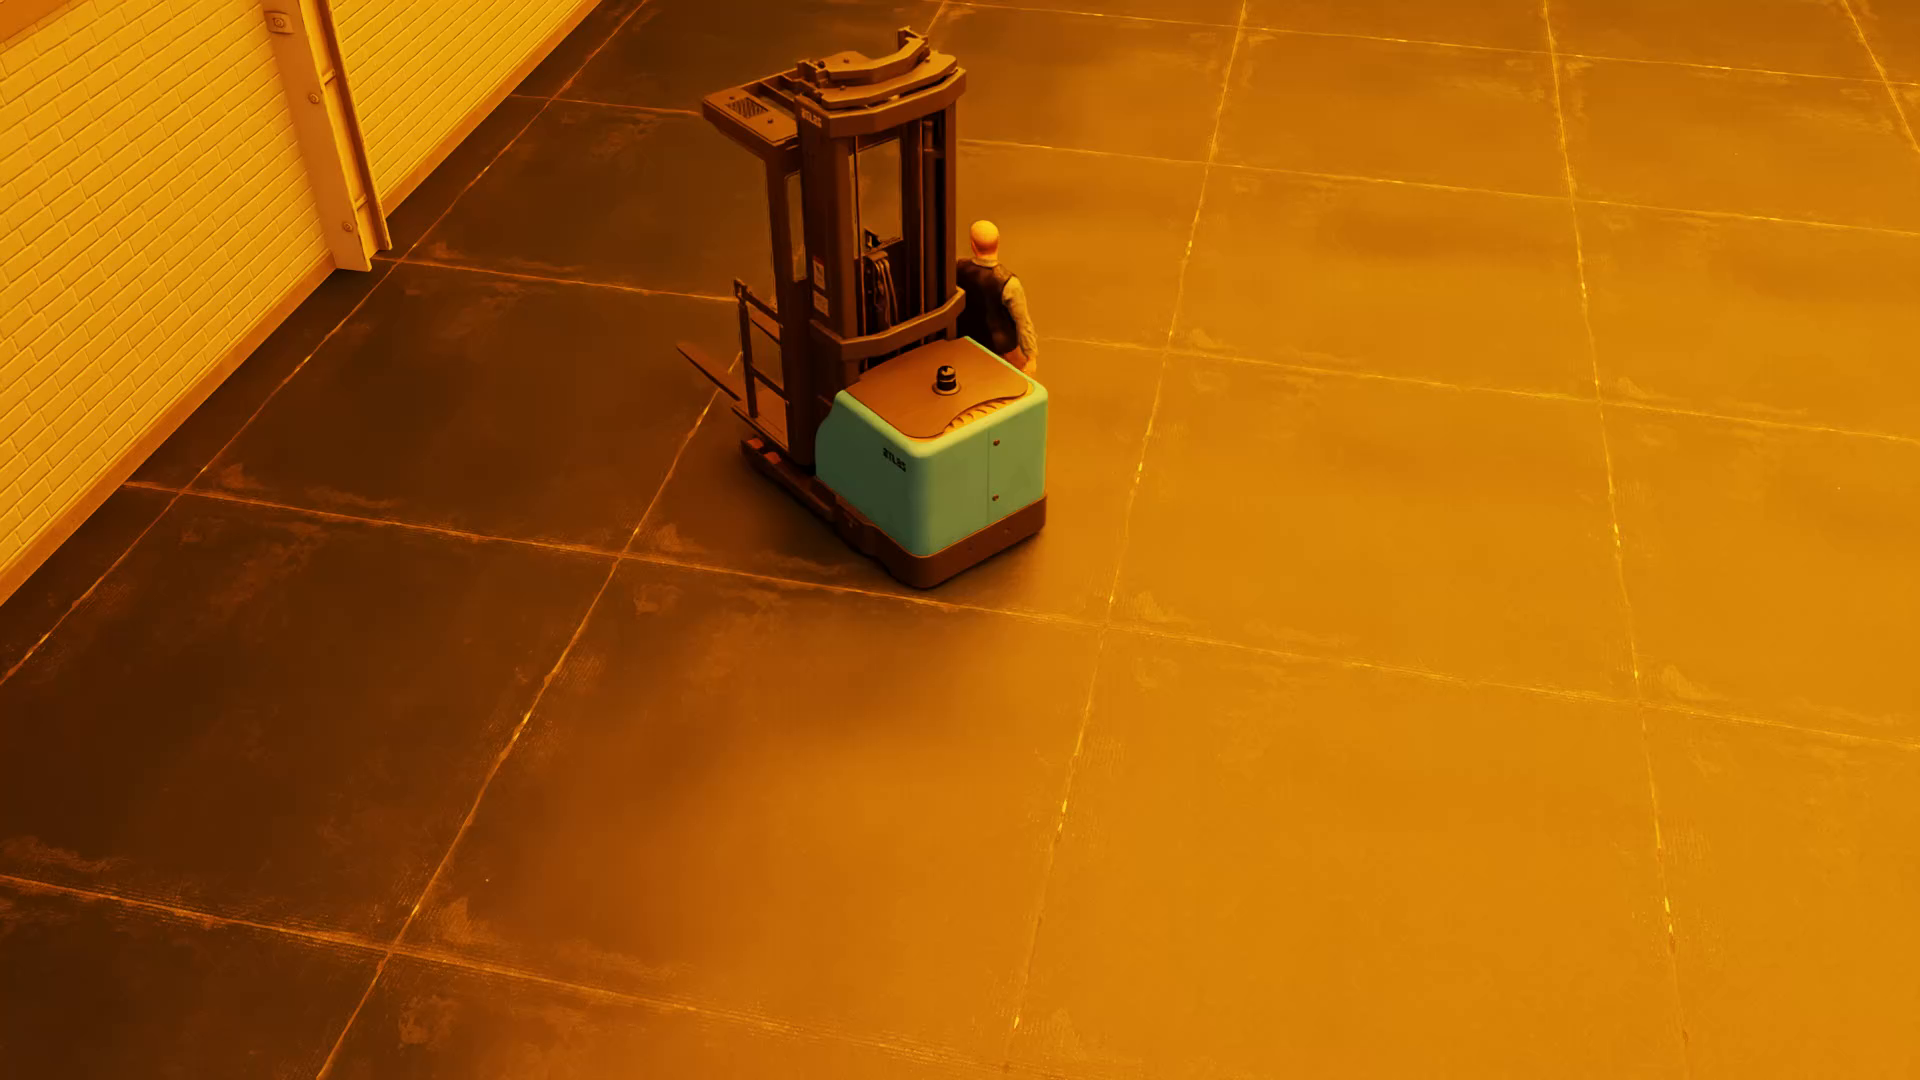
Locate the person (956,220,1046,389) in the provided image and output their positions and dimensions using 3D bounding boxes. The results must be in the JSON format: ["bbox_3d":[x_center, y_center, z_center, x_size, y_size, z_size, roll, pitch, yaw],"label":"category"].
[{"bbox_3d":[0.250,-1.310,10.628,0.680,1.653,0.939,16,42,19],"label":"person"}]

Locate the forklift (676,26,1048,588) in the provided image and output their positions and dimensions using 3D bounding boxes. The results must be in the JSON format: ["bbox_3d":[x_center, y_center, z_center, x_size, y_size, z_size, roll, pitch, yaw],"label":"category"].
[{"bbox_3d":[-0.783,-1.719,10.125,1.130,2.935,3.031,-27,47,-29],"label":"forklift"}]
